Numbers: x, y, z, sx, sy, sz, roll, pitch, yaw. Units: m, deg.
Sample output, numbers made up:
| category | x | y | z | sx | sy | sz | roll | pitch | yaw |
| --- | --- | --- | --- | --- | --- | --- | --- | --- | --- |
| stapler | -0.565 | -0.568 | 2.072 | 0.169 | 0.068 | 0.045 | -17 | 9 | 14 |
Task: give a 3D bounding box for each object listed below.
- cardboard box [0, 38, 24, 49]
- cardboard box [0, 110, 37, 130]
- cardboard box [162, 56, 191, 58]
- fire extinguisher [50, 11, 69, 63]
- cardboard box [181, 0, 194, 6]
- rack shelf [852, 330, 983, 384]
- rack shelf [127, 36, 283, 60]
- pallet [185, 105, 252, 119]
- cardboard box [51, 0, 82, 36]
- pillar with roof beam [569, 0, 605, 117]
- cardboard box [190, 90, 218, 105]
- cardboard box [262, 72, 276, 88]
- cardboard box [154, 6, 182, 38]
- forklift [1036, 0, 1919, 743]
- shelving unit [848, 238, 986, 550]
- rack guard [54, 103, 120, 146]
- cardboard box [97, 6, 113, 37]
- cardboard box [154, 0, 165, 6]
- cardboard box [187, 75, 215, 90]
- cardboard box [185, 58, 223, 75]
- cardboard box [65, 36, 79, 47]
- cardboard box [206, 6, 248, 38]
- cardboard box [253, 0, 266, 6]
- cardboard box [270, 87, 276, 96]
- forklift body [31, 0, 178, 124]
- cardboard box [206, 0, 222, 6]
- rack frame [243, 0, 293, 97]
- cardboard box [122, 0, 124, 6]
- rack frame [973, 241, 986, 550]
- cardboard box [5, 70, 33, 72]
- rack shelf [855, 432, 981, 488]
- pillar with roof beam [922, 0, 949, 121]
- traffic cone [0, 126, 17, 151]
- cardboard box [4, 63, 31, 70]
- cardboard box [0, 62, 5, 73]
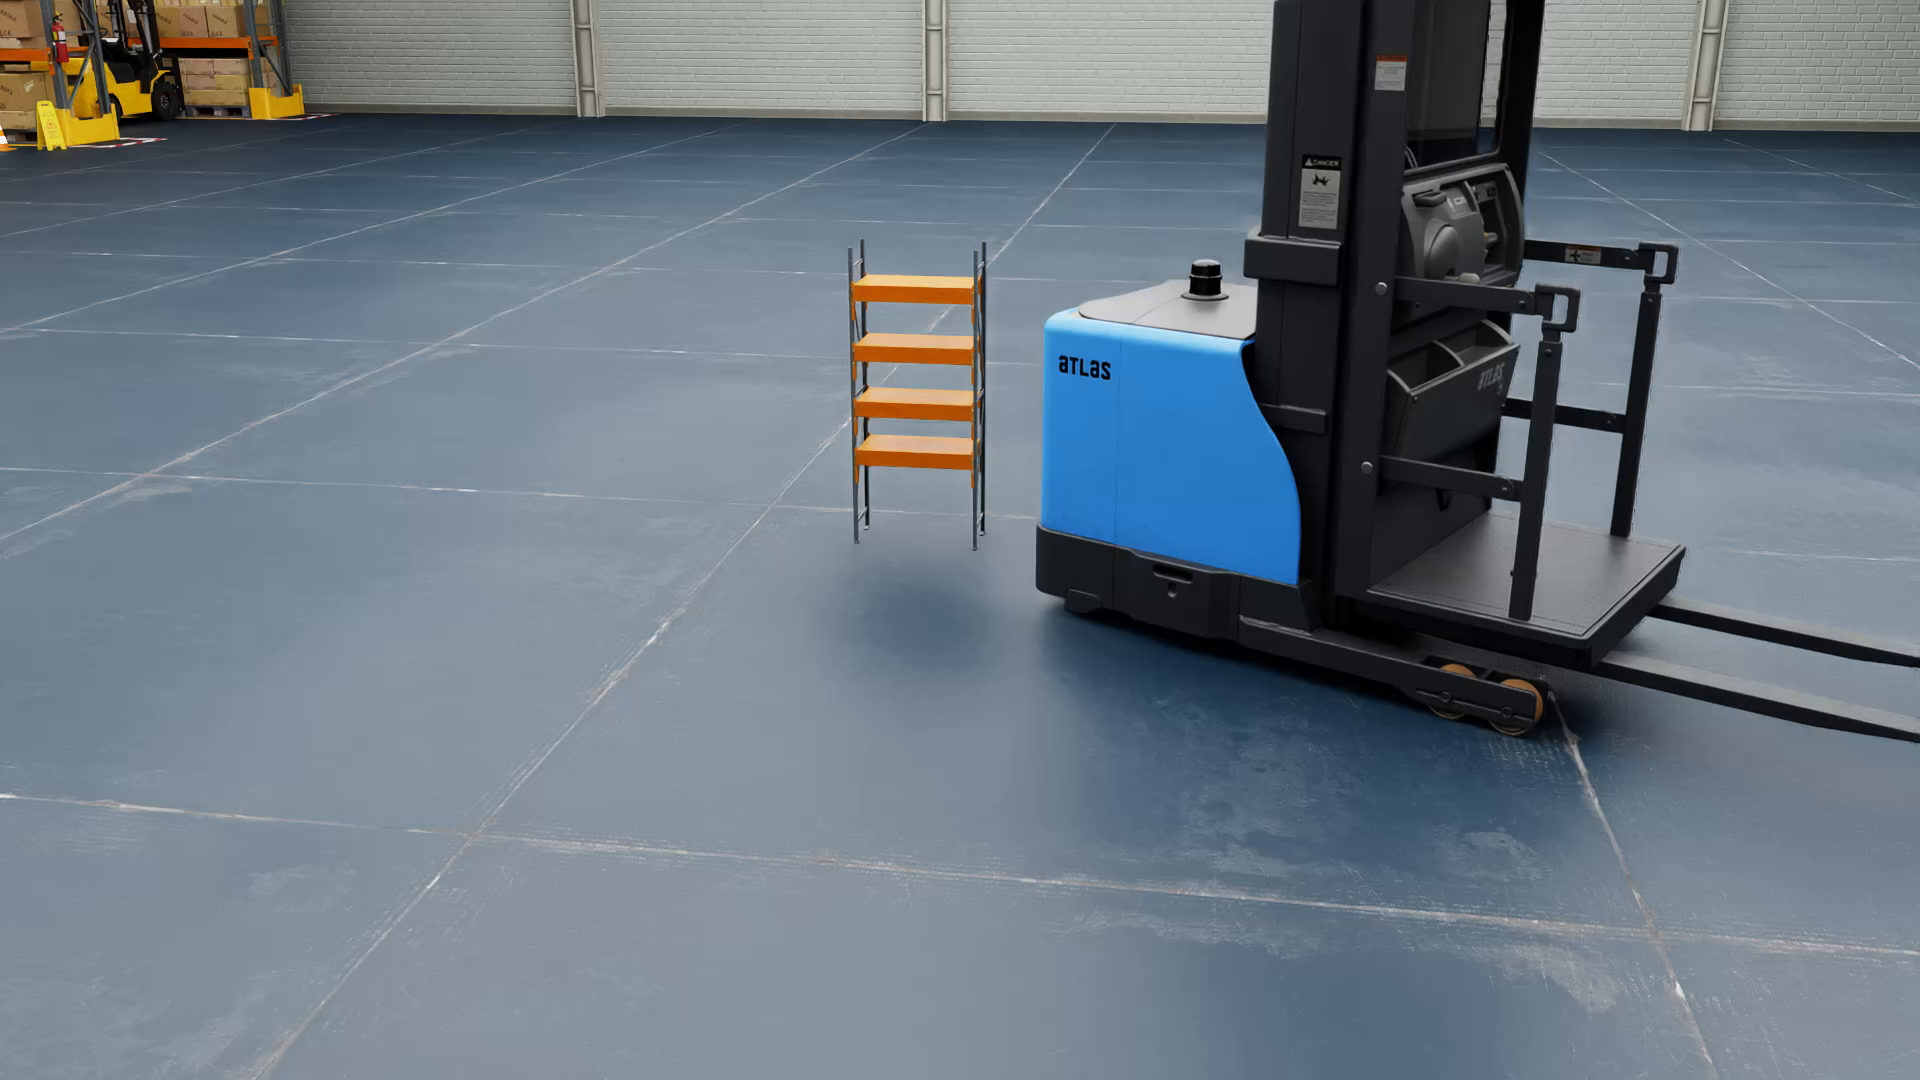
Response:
| category | x | y | z | sx | sy | sz | roll | pitch | yaw |
| --- | --- | --- | --- | --- | --- | --- | --- | --- | --- |
| cardboard box | -13.160 | -6.944 | 23.226 | 0.250 | 0.149 | 0.380 | 3 | 19 | 8 |
| cardboard box | -13.353 | -5.986 | 23.639 | 0.500 | 0.250 | 0.500 | 3 | 19 | 8 |
| cardboard box | -13.641 | -8.222 | 28.745 | 0.500 | 0.250 | 0.500 | 3 | 19 | 8 |
| fire extinguisher | -12.449 | -6.947 | 22.959 | 0.183 | 0.674 | 0.296 | 3 | 19 | 9 |
| cardboard box | -12.838 | -9.025 | 27.870 | 0.250 | 0.149 | 0.380 | 3 | 19 | 8 |
| rack shelf | -0.163 | -0.726 | 6.588 | 0.480 | 0.148 | 0.258 | 3 | 19 | 9 |
| rack shelf | -13.680 | -8.448 | 28.459 | 4.000 | 0.370 | 1.077 | 3 | 19 | 9 |
| pallet | -12.467 | -7.392 | 28.562 | 1.213 | 0.211 | 1.003 | 3 | 19 | 9 |
| cardboard box | -12.913 | -7.433 | 23.664 | 0.500 | 0.500 | 0.500 | 3 | 19 | 8 |
| pillar with roof beam | -7.009 | -10.201 | 23.107 | 0.400 | 9.000 | 9.100 | 3 | 19 | 9 |
| cardboard box | -12.709 | -7.537 | 28.272 | 0.500 | 0.250 | 0.500 | 3 | 19 | 9 |
| cardboard box | -12.137 | -7.910 | 28.600 | 0.500 | 0.250 | 0.500 | 3 | 19 | 10 |
| cardboard box | -13.250 | -8.733 | 28.020 | 0.500 | 0.500 | 0.500 | 3 | 19 | 8 |
| forklift | 1.758 | -0.989 | 5.141 | 3.031 | 2.935 | 1.130 | 13 | 23 | 35 |
| shelving unit | -0.163 | -0.577 | 6.638 | 0.503 | 1.200 | 0.258 | 3 | 19 | 9 |
| rack guard | -12.564 | -5.952 | 23.804 | 0.348 | 0.500 | 1.175 | 3 | 19 | 9 |
| cardboard box | -14.241 | -8.787 | 28.181 | 0.500 | 0.500 | 0.500 | 3 | 19 | 8 |
| cardboard box | -13.362 | -9.030 | 27.885 | 0.250 | 0.149 | 0.380 | 3 | 19 | 9 |
| cardboard box | -12.729 | -7.776 | 28.200 | 0.500 | 0.250 | 0.500 | 3 | 19 | 8 |
| cardboard box | -12.714 | -8.008 | 28.104 | 0.500 | 0.250 | 0.500 | 3 | 19 | 10 |
| cardboard box | -12.791 | -7.096 | 23.681 | 0.250 | 0.149 | 0.380 | 3 | 19 | 9 |
| cardboard box | -12.233 | -8.679 | 27.856 | 0.500 | 0.500 | 0.500 | 3 | 19 | 7 |
| cardboard box | -11.999 | -9.142 | 28.219 | 0.250 | 0.149 | 0.380 | 2 | 19 | 7 |
| cardboard box | -12.159 | -7.670 | 28.671 | 0.500 | 0.250 | 0.500 | 3 | 19 | 9 |
| forklift body | -13.867 | -7.810 | 26.756 | 1.214 | 2.155 | 2.313 | 3 | 19 | 9 |
| cardboard box | -12.349 | -8.977 | 27.726 | 0.250 | 0.149 | 0.380 | 3 | 19 | 10 |
| rack frame | -11.705 | -8.689 | 28.044 | 0.127 | 3.000 | 1.000 | 3 | 19 | 9 |
| cardboard box | -14.122 | -9.073 | 28.013 | 0.250 | 0.149 | 0.380 | 2 | 19 | 7 |
| rack frame | 0.077 | -0.565 | 6.601 | 0.015 | 1.200 | 0.240 | 3 | 19 | 9 |
| cardboard box | -13.782 | -6.538 | 24.104 | 0.500 | 0.500 | 0.500 | 2 | 19 | 7 |
| rack shelf | -0.163 | -0.325 | 6.722 | 0.480 | 0.148 | 0.258 | 3 | 19 | 9 |
| pillar with roof beam | -1.085 | -9.899 | 22.205 | 0.400 | 9.000 | 9.100 | 3 | 19 | 9 |
| traffic cone | -13.118 | -5.548 | 22.655 | 0.334 | 0.463 | 0.336 | 3 | 19 | 9 |
| cardboard box | -16.172 | -7.986 | 29.024 | 0.625 | 0.625 | 0.875 | 4 | 19 | 11 |
| cardboard box | -13.694 | -6.648 | 23.412 | 0.250 | 0.149 | 0.380 | 3 | 19 | 10 |
